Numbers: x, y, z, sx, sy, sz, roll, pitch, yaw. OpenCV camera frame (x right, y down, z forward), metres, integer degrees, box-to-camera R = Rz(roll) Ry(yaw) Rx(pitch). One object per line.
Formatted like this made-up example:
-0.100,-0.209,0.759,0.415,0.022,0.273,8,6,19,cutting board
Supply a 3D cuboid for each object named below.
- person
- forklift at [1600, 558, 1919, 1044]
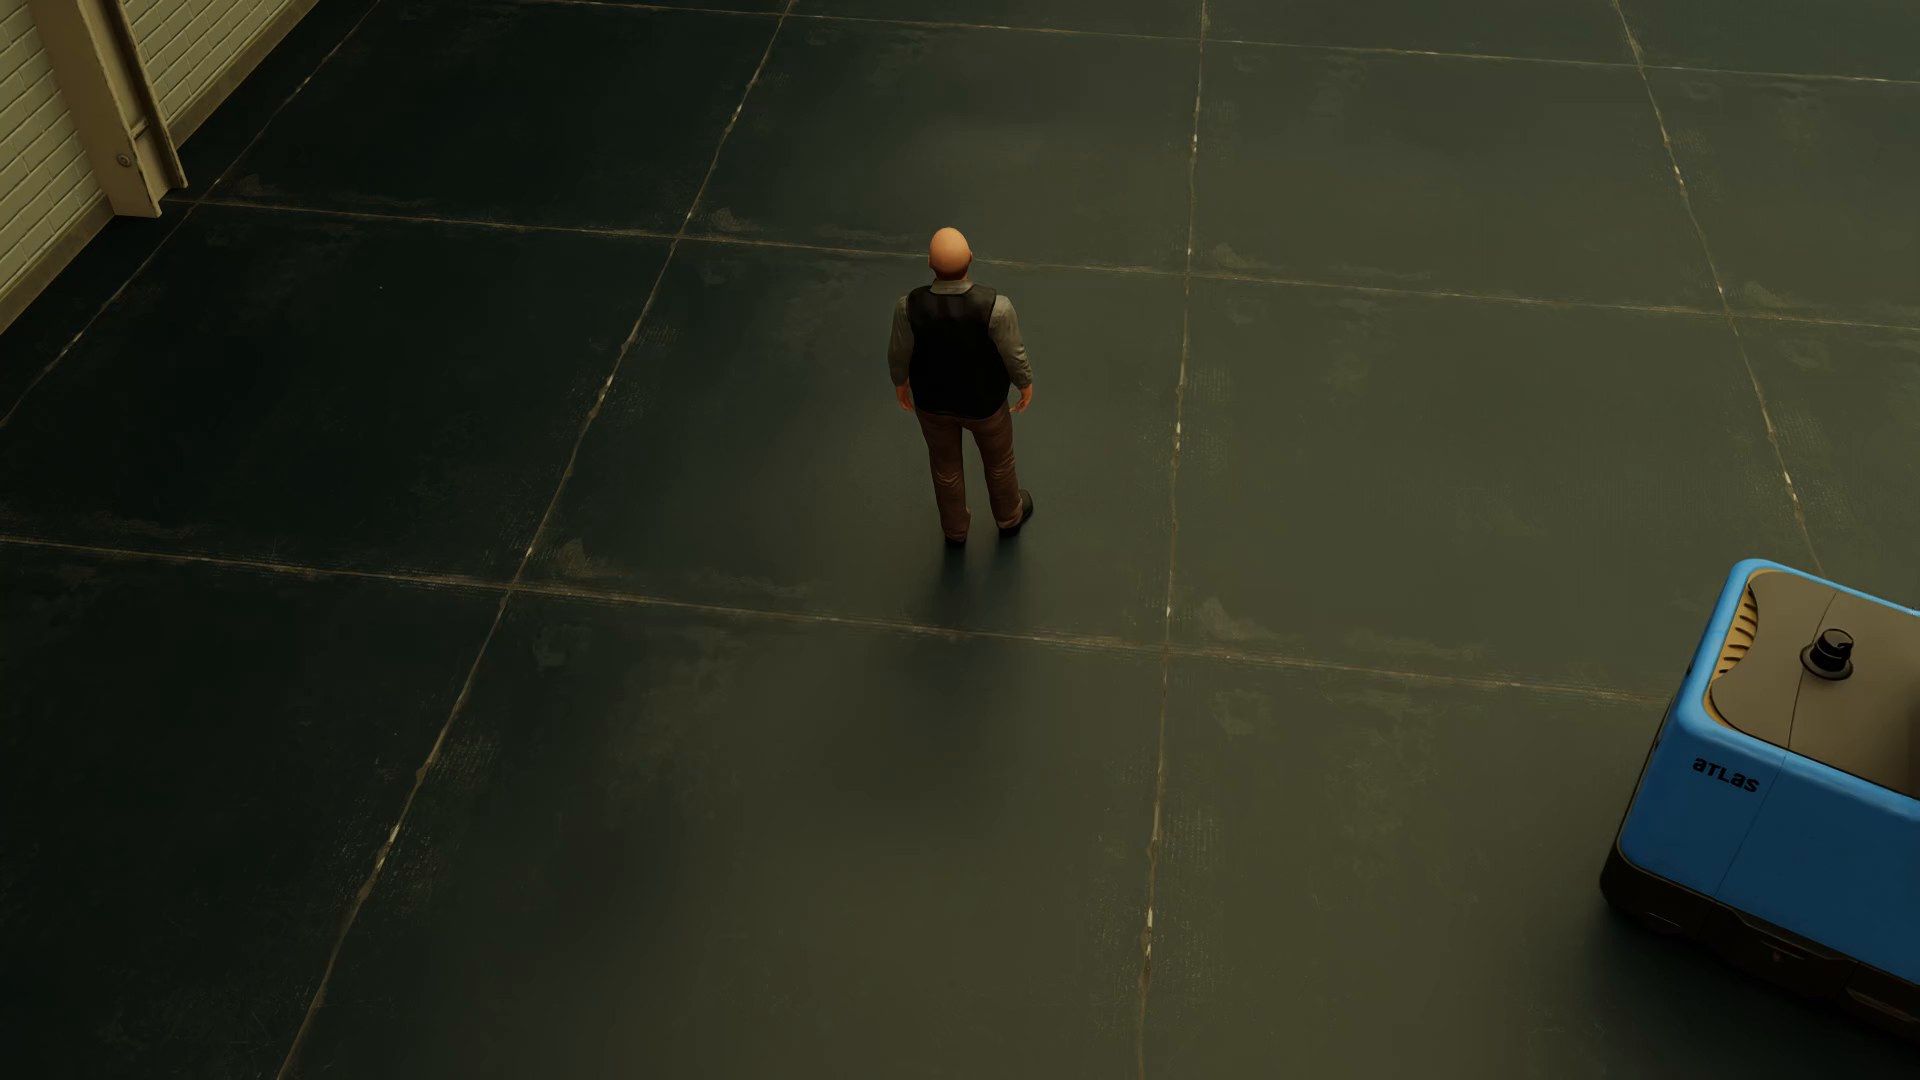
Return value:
0.016,-0.680,7.348,0.632,1.720,0.568,5,43,6,person
3.970,0.554,5.121,3.031,2.935,1.130,22,47,22,forklift
